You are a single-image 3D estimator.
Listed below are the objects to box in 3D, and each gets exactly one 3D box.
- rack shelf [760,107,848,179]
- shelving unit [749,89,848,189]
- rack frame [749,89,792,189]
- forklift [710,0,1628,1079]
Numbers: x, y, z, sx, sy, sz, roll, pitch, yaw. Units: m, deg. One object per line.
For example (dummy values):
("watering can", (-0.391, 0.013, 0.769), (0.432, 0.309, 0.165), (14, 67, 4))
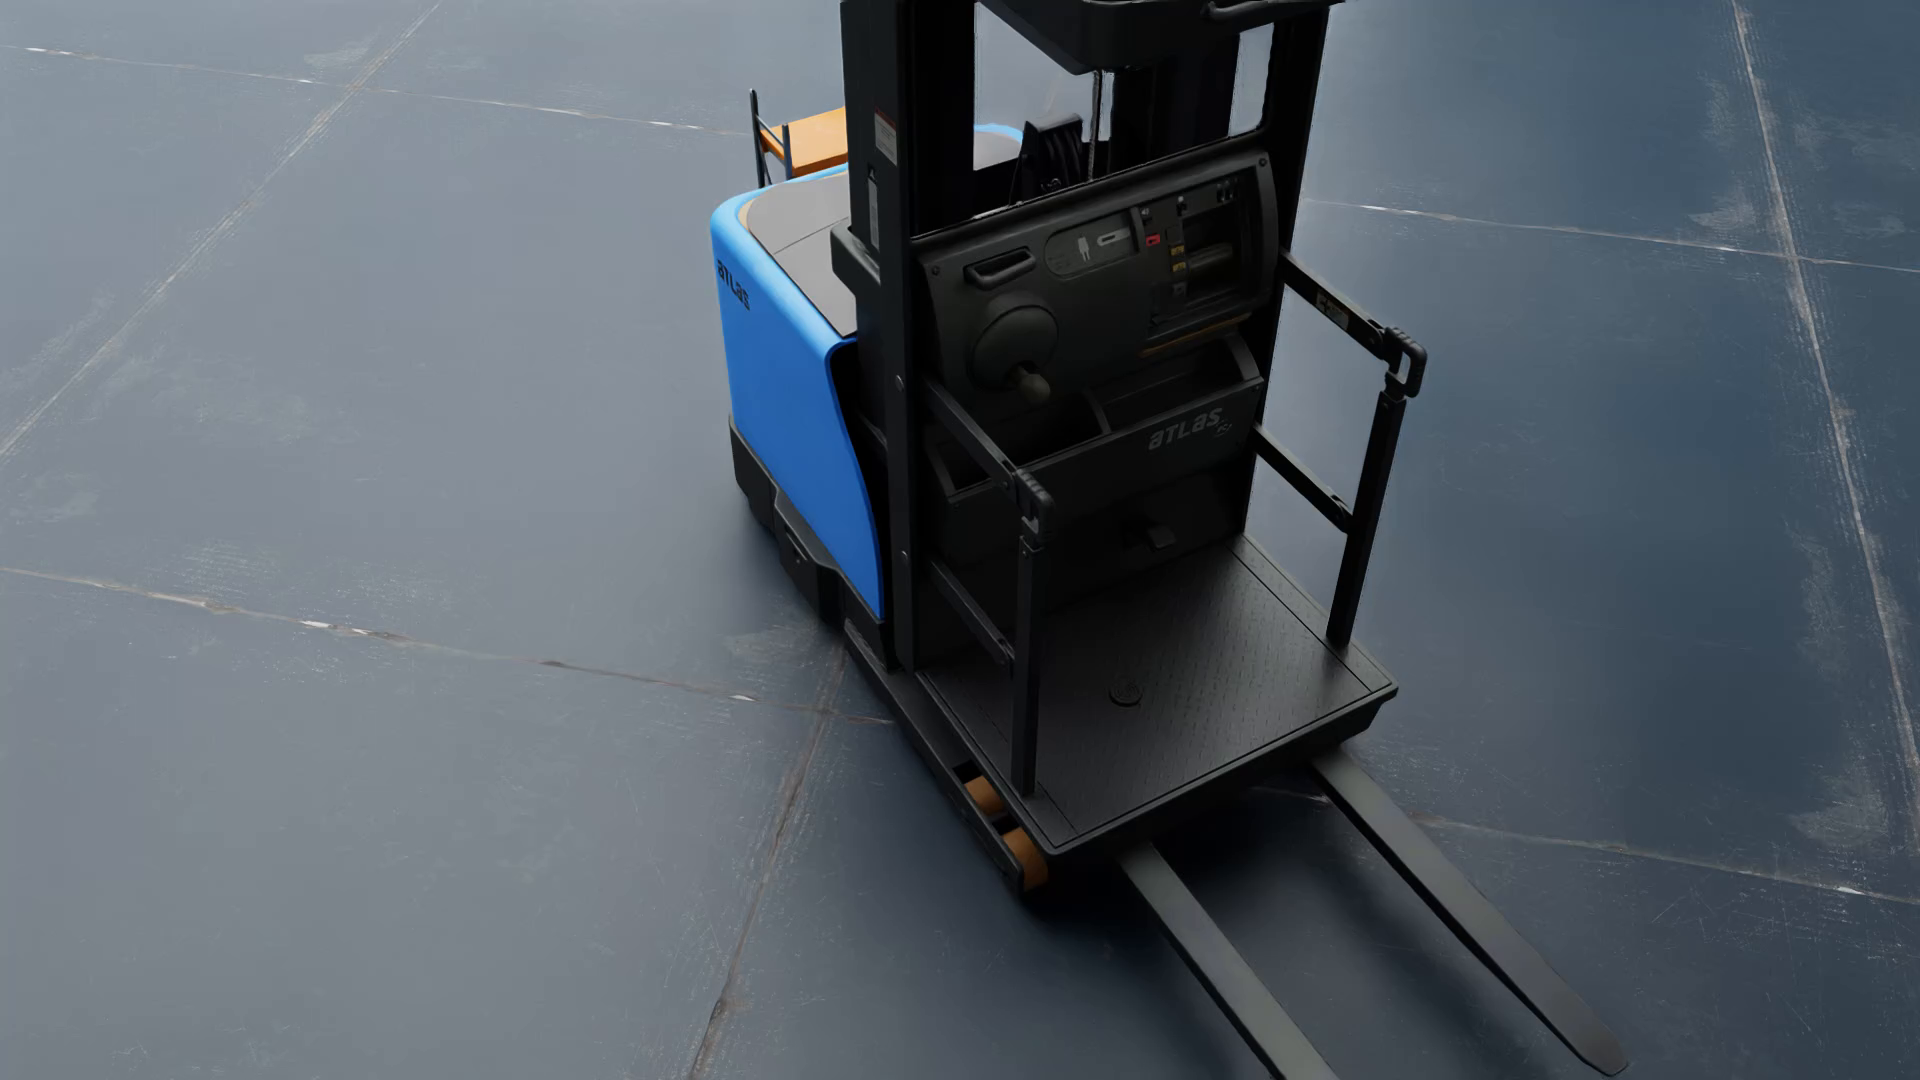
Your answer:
("rack shelf", (-0.344, -1.192, 5.056), (0.480, 0.148, 0.258), (-22, 48, -21))
("shelving unit", (-0.344, -0.908, 5.328), (0.503, 1.200, 0.258), (-22, 48, -21))
("rack frame", (-0.555, -0.824, 5.240), (0.015, 1.200, 0.240), (-22, 48, -21))
("forklift", (0.449, -0.517, 3.674), (1.130, 2.935, 3.031), (-22, 48, -21))
